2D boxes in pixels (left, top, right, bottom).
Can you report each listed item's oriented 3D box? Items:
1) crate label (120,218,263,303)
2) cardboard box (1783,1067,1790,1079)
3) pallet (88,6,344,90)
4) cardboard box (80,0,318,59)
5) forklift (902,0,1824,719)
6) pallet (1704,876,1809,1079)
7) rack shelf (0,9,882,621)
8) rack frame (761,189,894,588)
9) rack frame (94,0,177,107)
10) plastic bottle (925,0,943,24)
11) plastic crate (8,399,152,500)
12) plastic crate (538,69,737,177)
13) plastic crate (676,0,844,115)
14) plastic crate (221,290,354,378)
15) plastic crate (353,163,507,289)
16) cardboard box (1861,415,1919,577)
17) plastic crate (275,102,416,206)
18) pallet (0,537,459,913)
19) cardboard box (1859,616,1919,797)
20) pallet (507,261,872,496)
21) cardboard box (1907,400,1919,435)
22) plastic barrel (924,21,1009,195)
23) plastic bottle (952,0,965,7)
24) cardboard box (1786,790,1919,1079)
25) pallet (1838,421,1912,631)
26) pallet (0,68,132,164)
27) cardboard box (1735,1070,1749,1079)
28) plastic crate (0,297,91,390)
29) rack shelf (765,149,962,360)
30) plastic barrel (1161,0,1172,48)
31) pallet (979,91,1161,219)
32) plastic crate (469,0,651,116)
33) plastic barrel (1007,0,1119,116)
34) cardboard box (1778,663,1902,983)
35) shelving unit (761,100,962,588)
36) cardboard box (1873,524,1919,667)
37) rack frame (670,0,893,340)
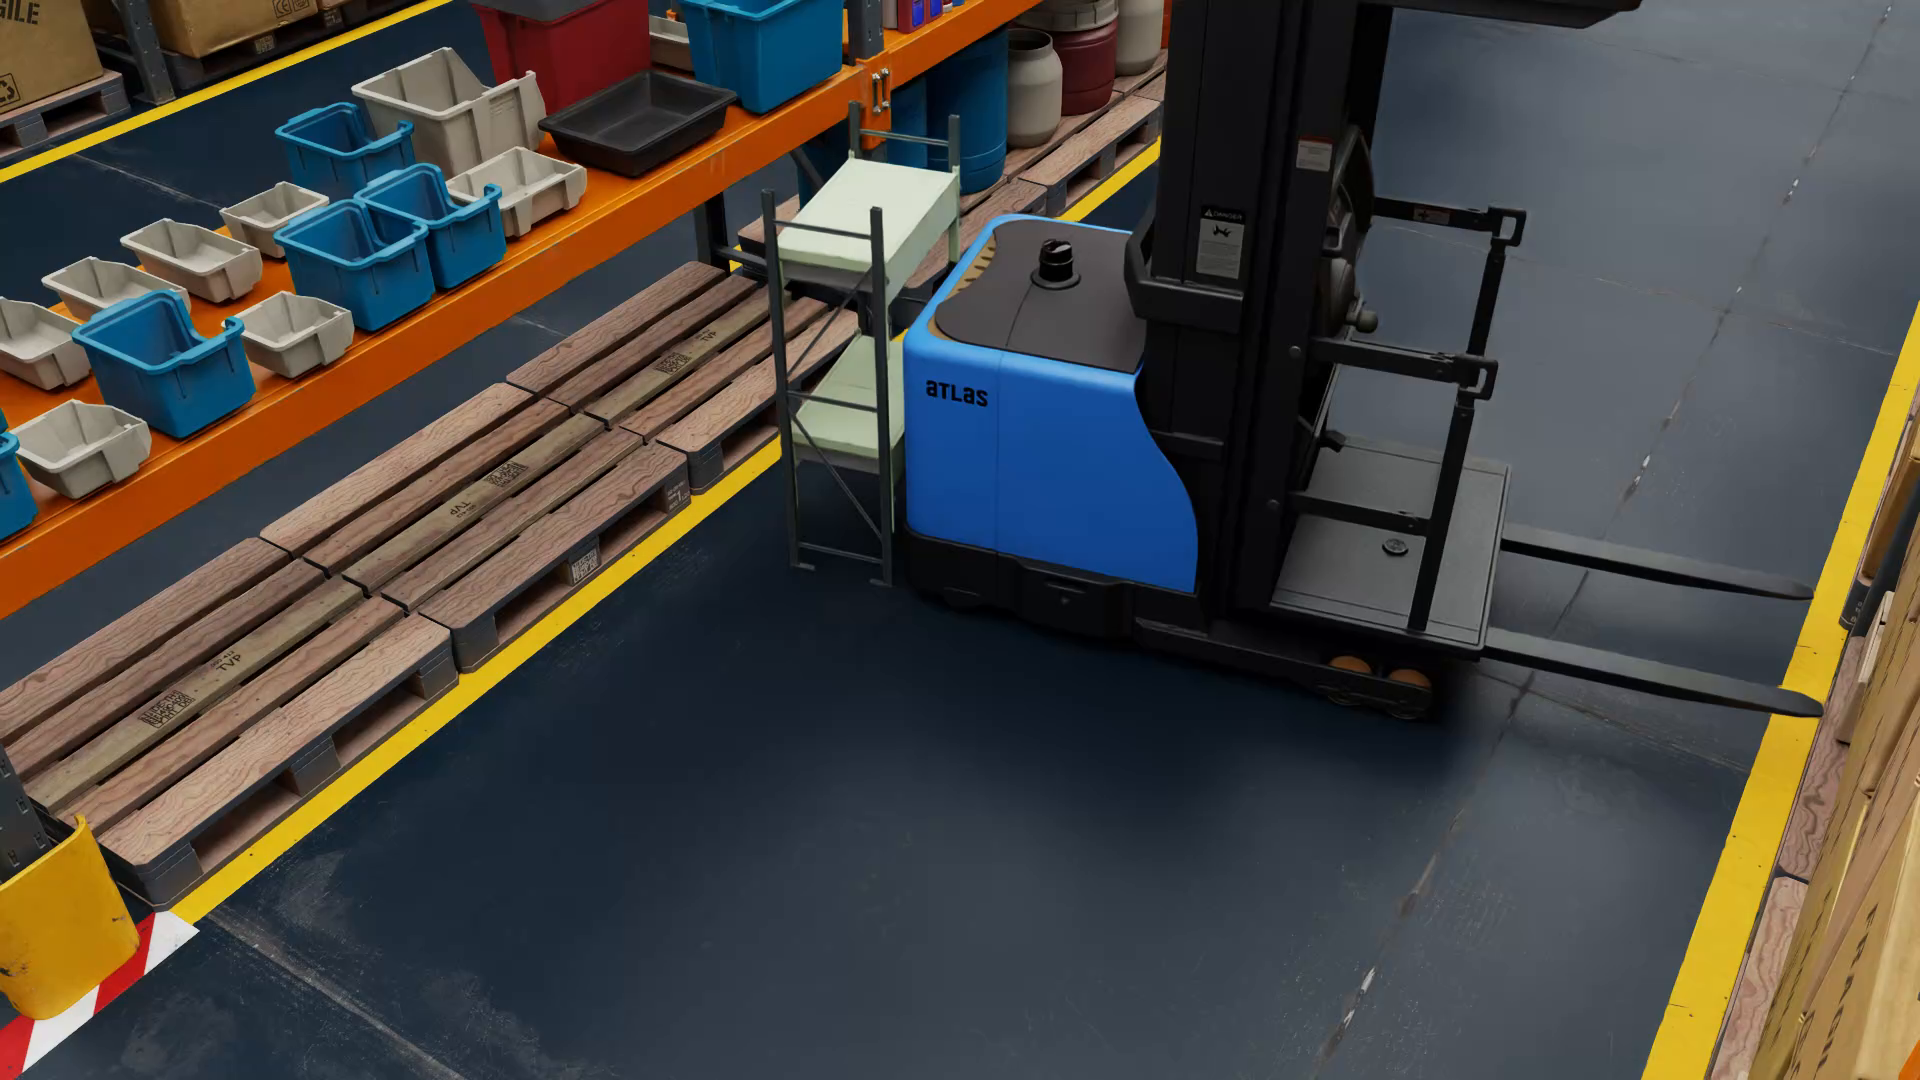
[{"bbox_3d":[-2.317,-0.851,5.063,0.396,0.136,0.243,21,42,25],"label":"crate label"},{"bbox_3d":[1.293,1.107,2.275,0.500,0.500,0.500,23,43,26],"label":"cardboard box"},{"bbox_3d":[-4.587,-3.156,10.171,1.003,0.211,1.213,21,42,25],"label":"pallet"},{"bbox_3d":[-4.610,-3.499,9.728,1.225,0.875,0.875,21,42,25],"label":"cardboard box"},{"bbox_3d":[1.372,-0.937,5.065,3.031,2.935,1.130,12,39,15],"label":"forklift"},{"bbox_3d":[2.405,1.494,4.139,1.003,0.211,1.213,21,42,25],"label":"pallet"},{"bbox_3d":[-1.826,-0.902,5.552,1.077,0.370,4.000,21,42,25],"label":"rack shelf"},{"bbox_3d":[-0.431,-0.464,5.624,0.400,1.500,0.023,12,39,15],"label":"rack frame"},{"bbox_3d":[-4.936,-3.838,8.771,1.000,3.000,0.127,21,42,25],"label":"rack frame"},{"bbox_3d":[-0.126,-2.290,6.859,0.061,0.283,0.133,21,42,25],"label":"plastic bottle"},{"bbox_3d":[-2.245,-0.233,4.262,0.250,0.136,0.298,21,42,25],"label":"plastic crate"},{"bbox_3d":[-1.127,-1.467,5.873,0.437,0.125,0.590,21,42,25],"label":"plastic crate"},{"bbox_3d":[-0.716,-1.883,6.199,0.392,0.384,0.575,21,42,25],"label":"plastic crate"},{"bbox_3d":[-1.882,-0.582,4.715,0.250,0.136,0.298,21,42,25],"label":"plastic crate"},{"bbox_3d":[-1.621,-0.966,5.134,0.416,0.233,0.300,21,42,25],"label":"plastic crate"},{"bbox_3d":[3.449,-0.128,5.646,0.500,0.500,0.500,21,42,25],"label":"cardboard box"},{"bbox_3d":[-2.013,-1.255,5.510,0.416,0.233,0.300,21,42,25],"label":"plastic crate"},{"bbox_3d":[-2.423,0.537,5.381,1.003,0.211,1.213,21,42,25],"label":"pallet"},{"bbox_3d":[1.833,0.182,2.656,0.500,0.500,0.500,22,43,26],"label":"cardboard box"},{"bbox_3d":[-1.115,-0.721,7.013,1.003,0.211,1.213,21,42,25],"label":"pallet"},{"bbox_3d":[3.990,-0.638,6.308,0.500,0.500,0.500,22,43,26],"label":"cardboard box"},{"bbox_3d":[-0.069,-2.193,8.012,0.600,0.901,0.708,21,42,25],"label":"plastic barrel"},{"bbox_3d":[-0.028,-2.400,7.012,0.097,0.271,0.097,0,38,0],"label":"plastic bottle"},{"bbox_3d":[1.290,0.712,1.969,0.500,0.500,0.500,21,42,25],"label":"cardboard box"},{"bbox_3d":[3.830,0.077,5.977,1.003,0.211,1.213,21,42,25],"label":"pallet"},{"bbox_3d":[-5.410,-2.367,9.147,1.003,0.211,1.213,21,42,25],"label":"pallet"},{"bbox_3d":[1.901,1.541,3.686,0.500,0.250,0.500,21,42,25],"label":"cardboard box"},{"bbox_3d":[-2.613,-0.554,4.679,0.396,0.136,0.243,21,42,25],"label":"plastic crate"},{"bbox_3d":[-0.312,-0.985,5.660,0.431,0.370,0.720,12,39,15],"label":"rack shelf"},{"bbox_3d":[1.141,-3.329,9.545,0.600,0.830,0.708,21,42,25],"label":"plastic barrel"},{"bbox_3d":[0.347,-2.129,8.838,1.003,0.211,1.213,21,42,25],"label":"pallet"},{"bbox_3d":[-1.444,-1.888,6.141,0.402,0.464,0.583,21,42,25],"label":"plastic crate"},{"bbox_3d":[0.536,-2.651,8.863,0.600,0.588,0.708,21,42,25],"label":"plastic barrel"},{"bbox_3d":[1.840,0.583,2.955,0.500,0.500,0.500,22,43,25],"label":"cardboard box"},{"bbox_3d":[-0.312,-0.676,5.898,0.431,1.500,0.755,12,39,15],"label":"shelving unit"},{"bbox_3d":[2.382,0.061,3.632,0.500,0.500,0.500,21,42,25],"label":"cardboard box"},{"bbox_3d":[-0.754,-2.217,6.670,1.000,3.000,0.127,21,42,25],"label":"rack frame"}]
